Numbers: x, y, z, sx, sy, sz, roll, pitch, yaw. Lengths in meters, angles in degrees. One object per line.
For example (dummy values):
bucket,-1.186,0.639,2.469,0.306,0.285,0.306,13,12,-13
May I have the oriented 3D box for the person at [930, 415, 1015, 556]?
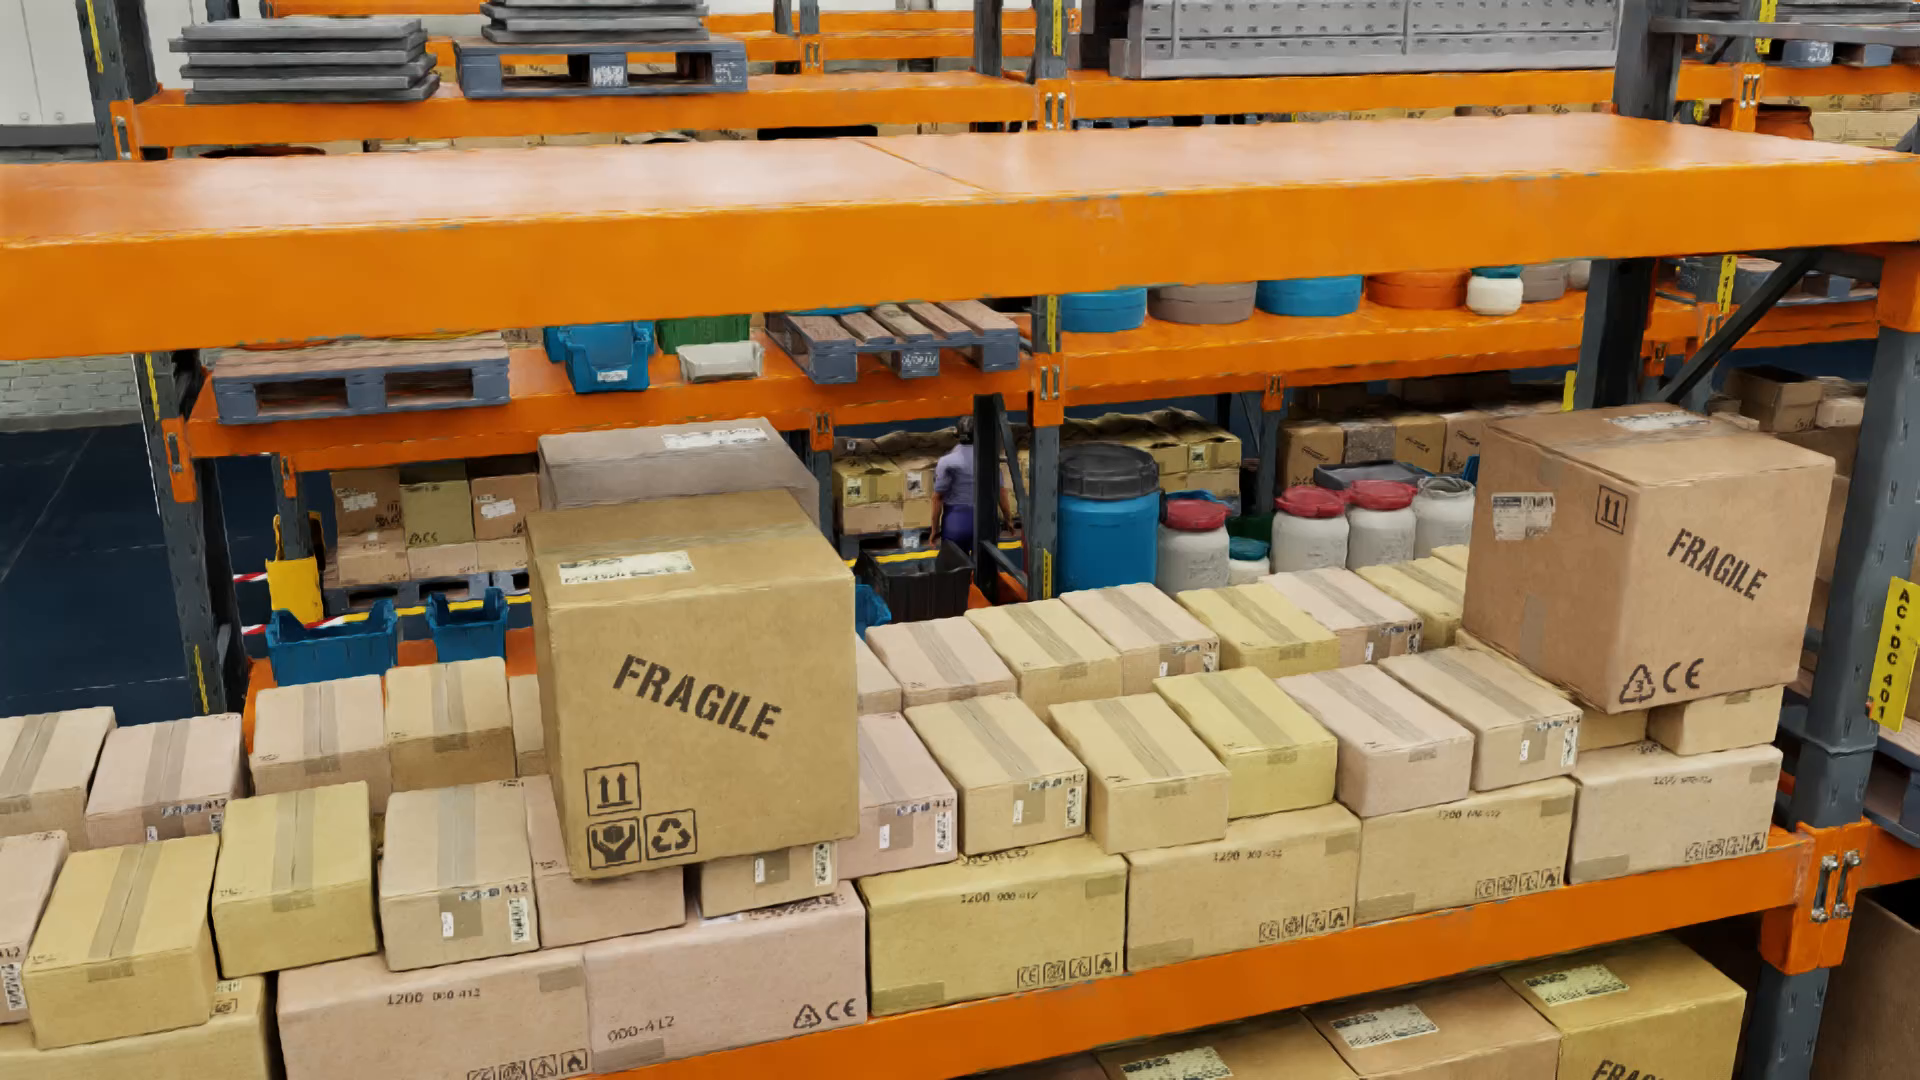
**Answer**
person,0.065,-0.099,11.830,0.671,1.636,0.571,-5,20,-14
